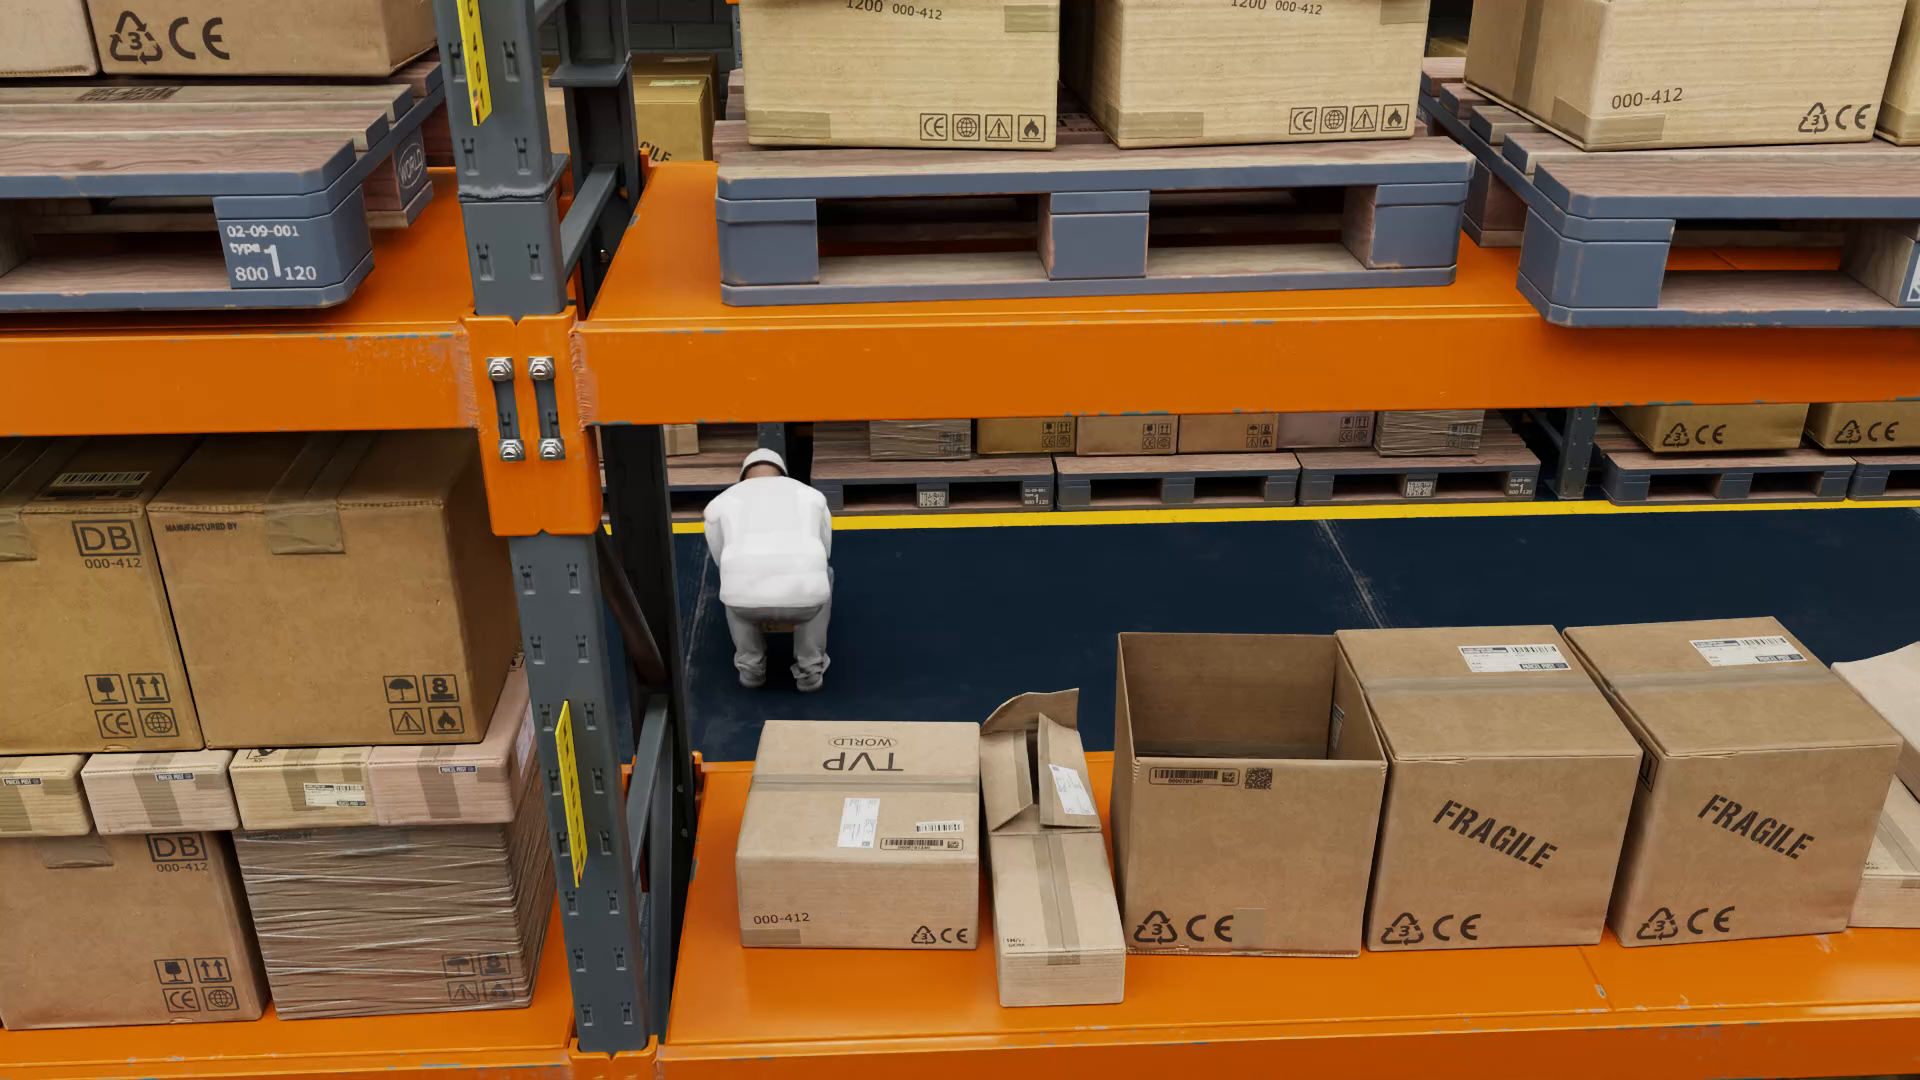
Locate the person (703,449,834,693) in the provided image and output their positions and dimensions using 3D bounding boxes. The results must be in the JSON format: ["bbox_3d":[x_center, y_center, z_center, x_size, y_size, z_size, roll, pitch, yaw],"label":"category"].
[{"bbox_3d":[-0.788,0.150,6.891,0.528,0.804,0.963,-2,27,-4],"label":"person"}]
